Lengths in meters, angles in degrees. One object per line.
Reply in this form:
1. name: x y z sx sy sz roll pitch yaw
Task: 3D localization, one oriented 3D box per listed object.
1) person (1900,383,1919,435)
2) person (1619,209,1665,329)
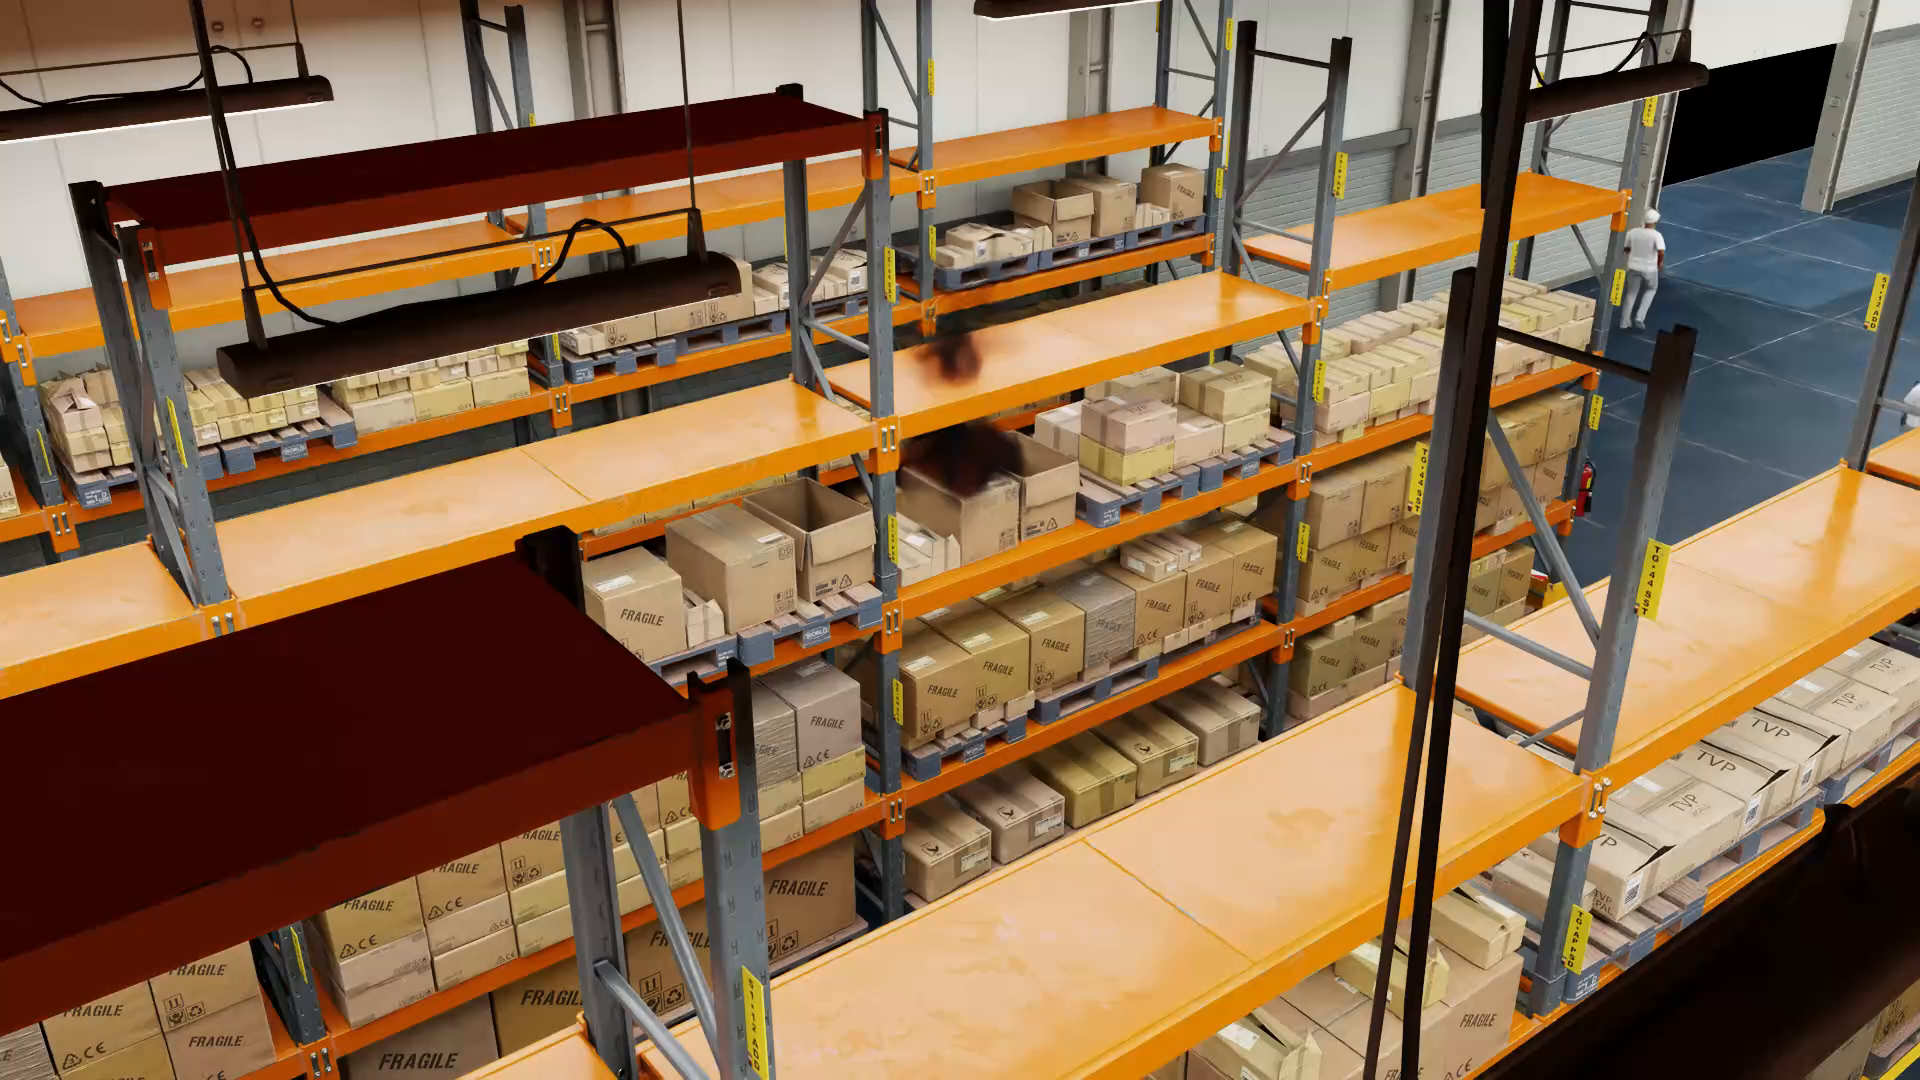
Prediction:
1. person: 10.887 -1.252 18.790 0.618 1.639 0.878 2 26 5
2. person: 9.901 -3.905 24.101 0.674 1.809 0.696 21 33 36
